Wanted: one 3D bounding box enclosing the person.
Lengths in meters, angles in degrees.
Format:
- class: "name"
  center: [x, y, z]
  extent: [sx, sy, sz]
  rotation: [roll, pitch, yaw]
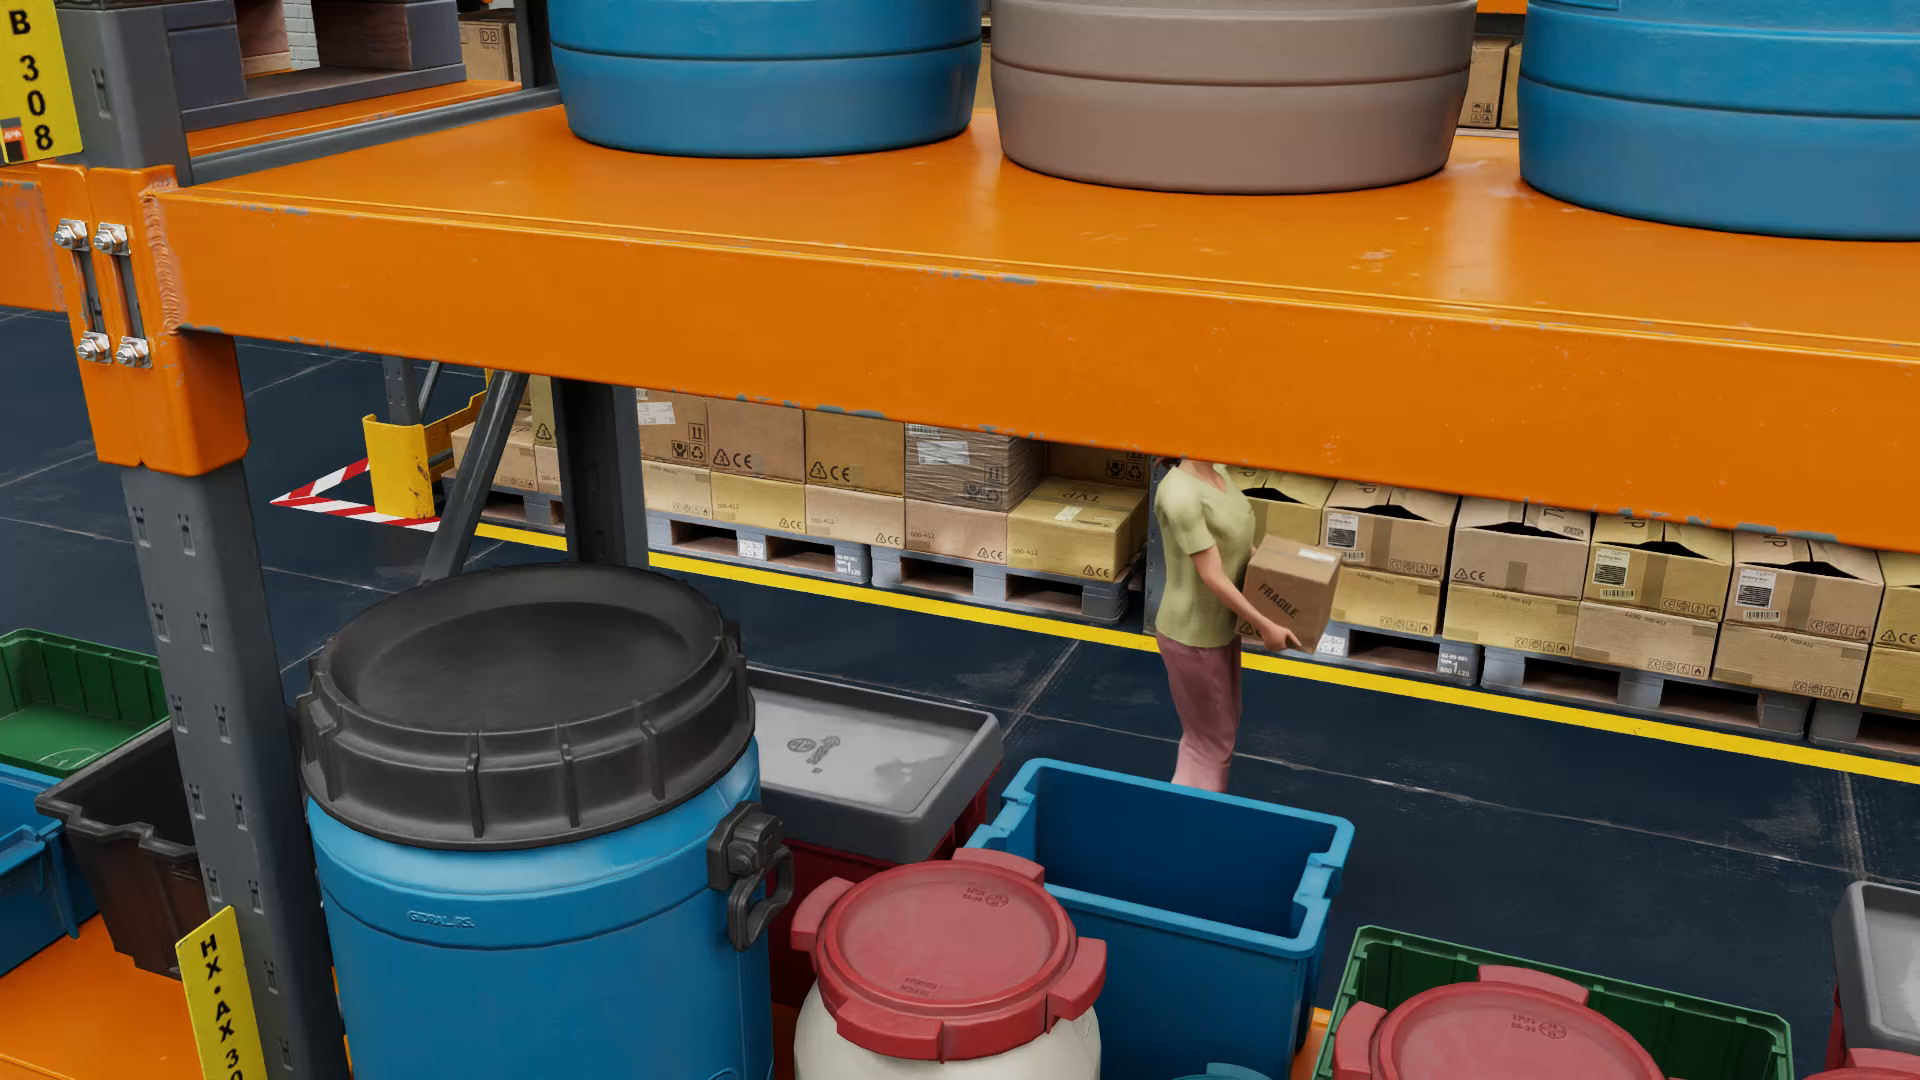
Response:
- class: "person"
  center: [0.846, 0.308, 5.361]
  extent: [0.553, 1.662, 0.427]
  rotation: [9, 24, 20]
